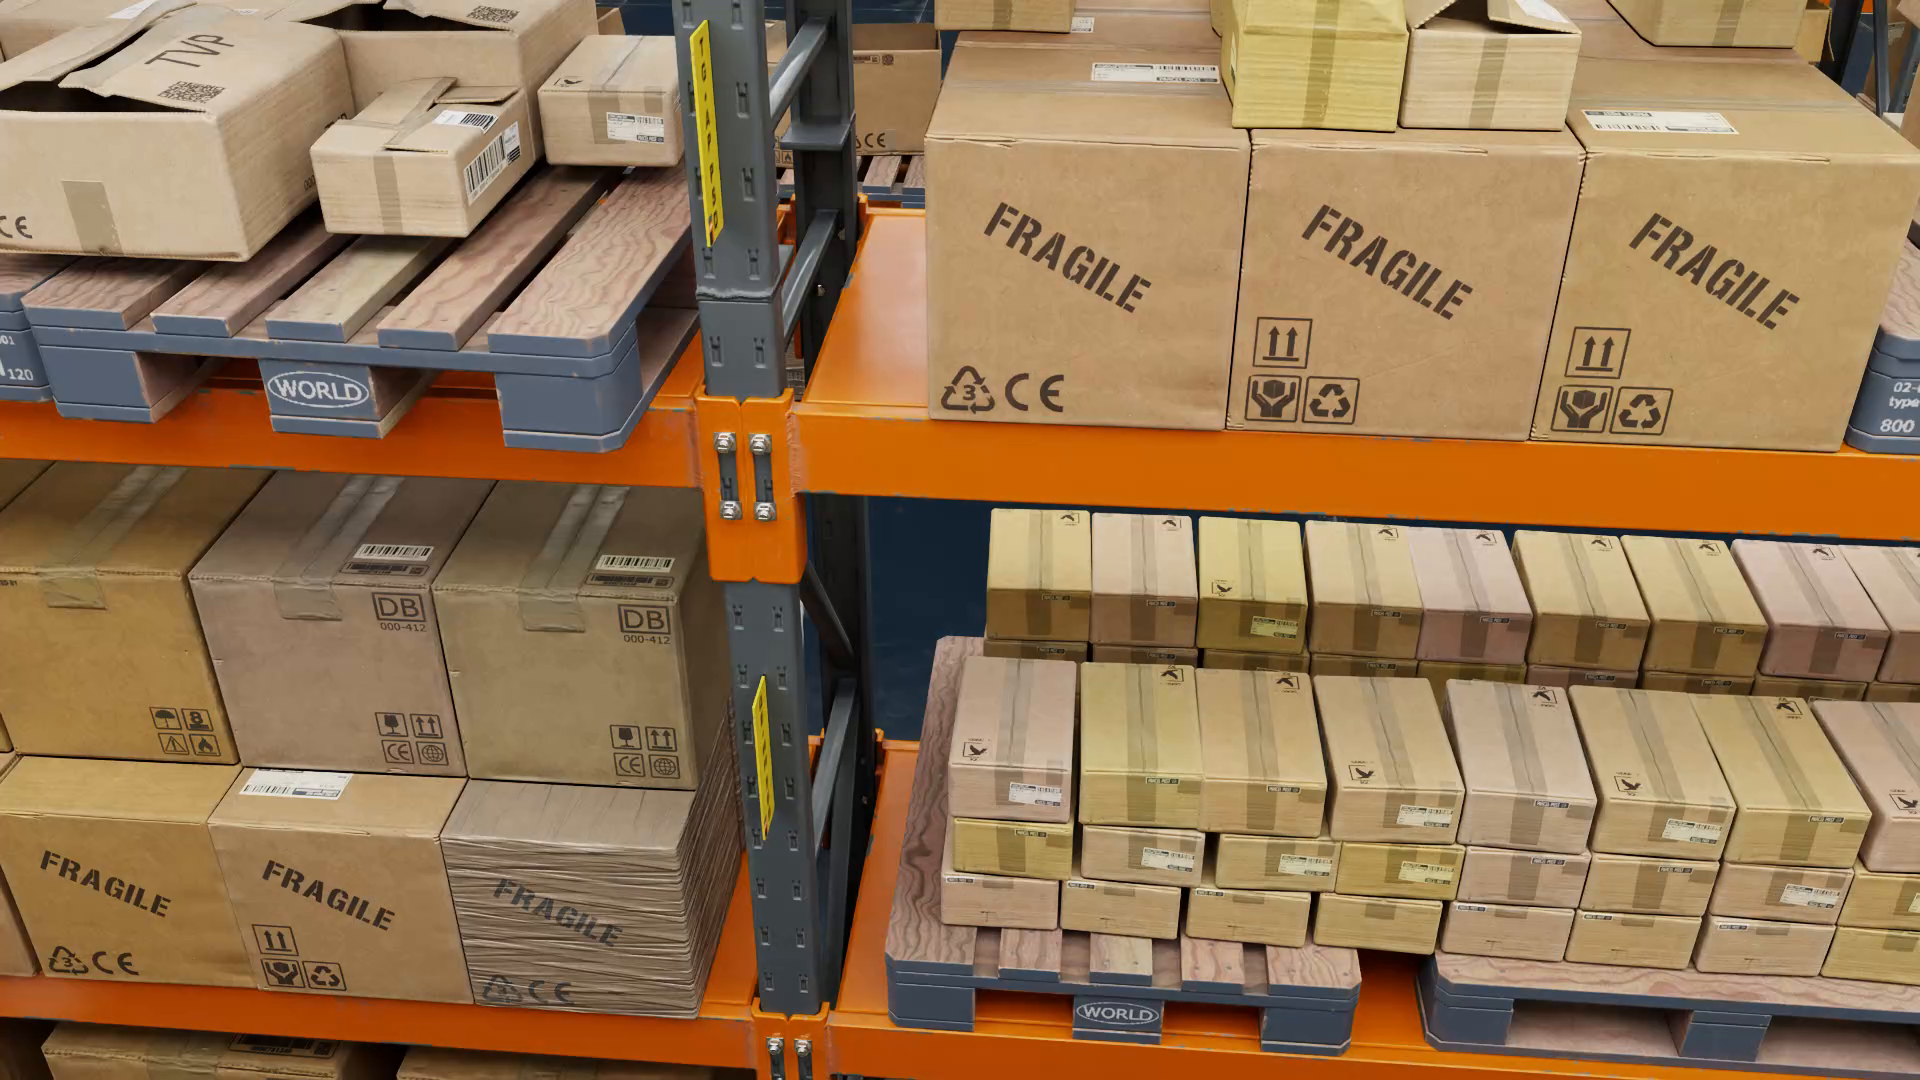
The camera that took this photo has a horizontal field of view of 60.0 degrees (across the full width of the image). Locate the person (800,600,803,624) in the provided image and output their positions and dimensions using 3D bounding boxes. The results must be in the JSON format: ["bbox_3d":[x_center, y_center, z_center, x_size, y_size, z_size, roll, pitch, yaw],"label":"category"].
[{"bbox_3d":[-0.804,0.281,5.698,0.556,1.769,0.530,2,32,4],"label":"person"}]
